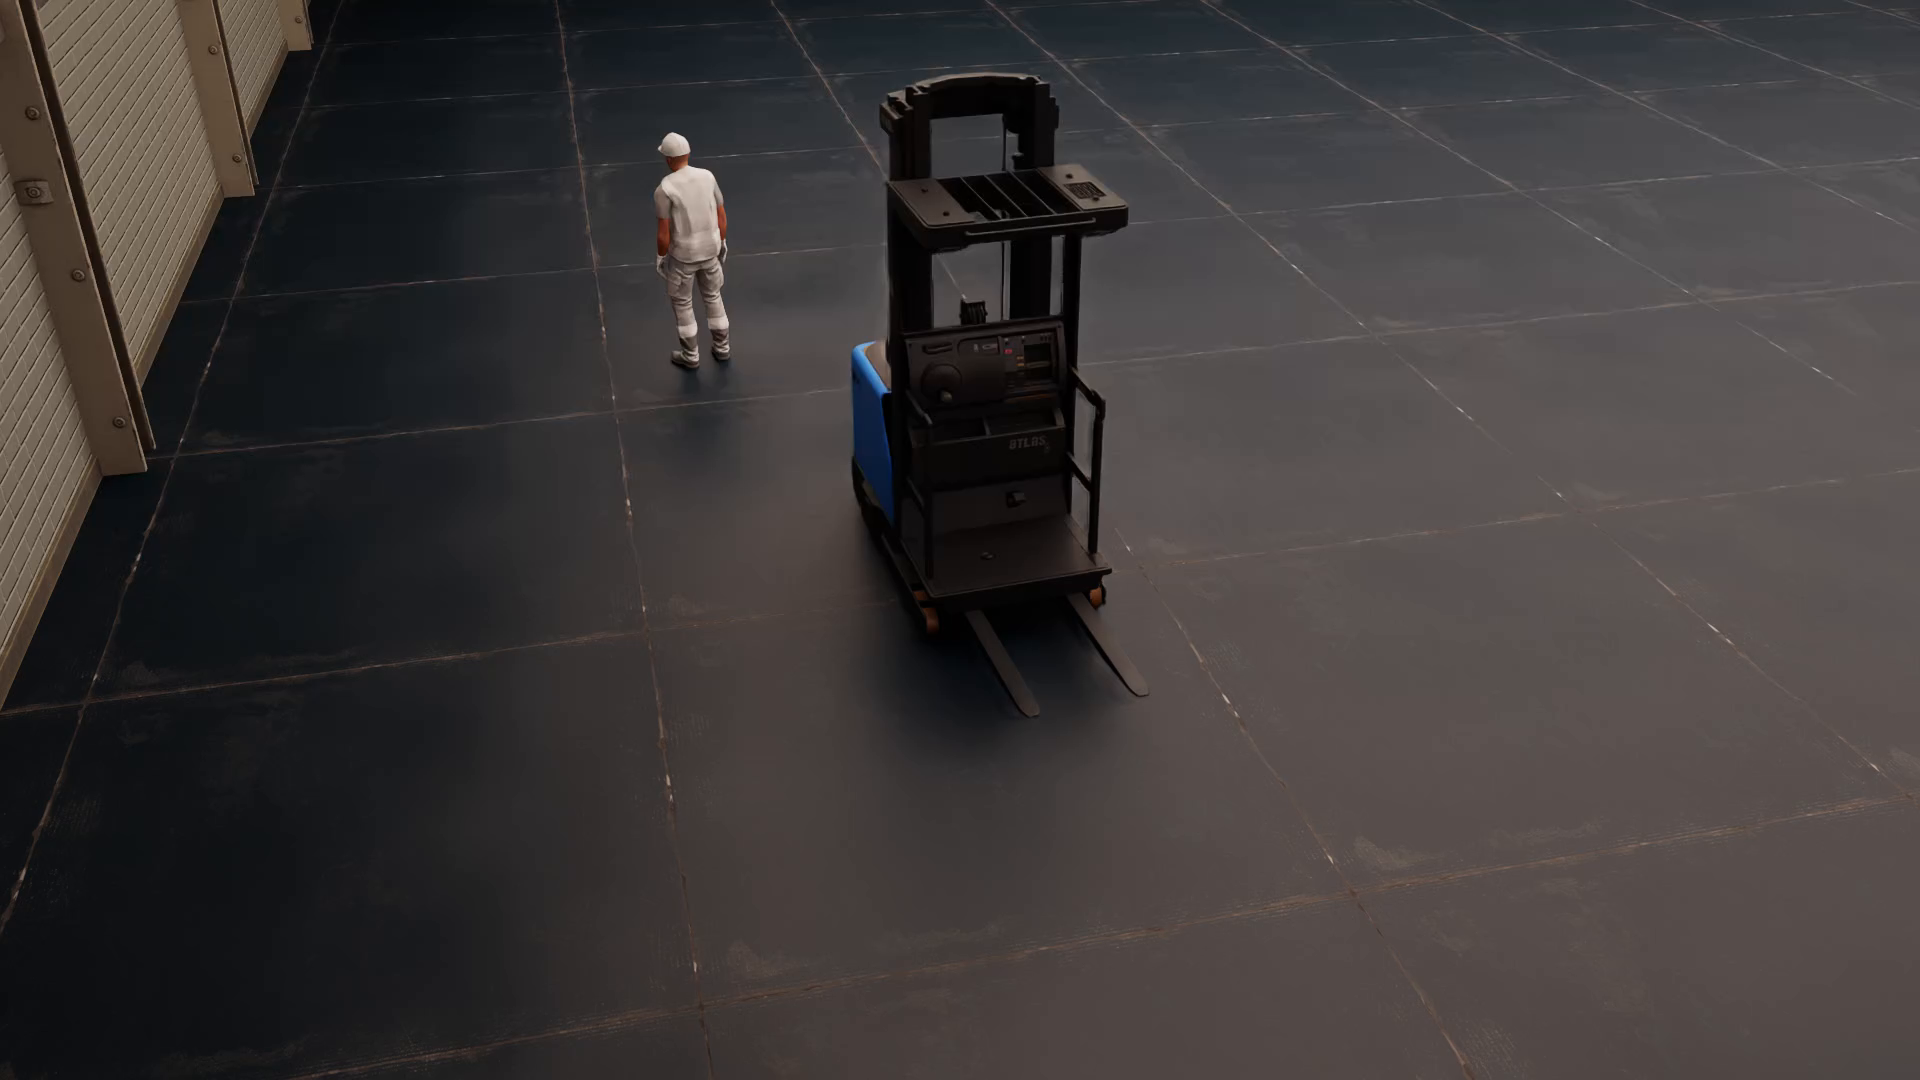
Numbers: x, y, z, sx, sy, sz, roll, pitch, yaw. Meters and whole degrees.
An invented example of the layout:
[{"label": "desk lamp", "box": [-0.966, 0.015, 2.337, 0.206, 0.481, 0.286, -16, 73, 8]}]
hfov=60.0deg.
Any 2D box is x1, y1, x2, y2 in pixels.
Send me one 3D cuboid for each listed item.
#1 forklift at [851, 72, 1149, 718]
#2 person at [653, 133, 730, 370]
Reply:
[{"label": "forklift", "box": [0.218, -0.945, 9.207, 1.130, 2.935, 3.031, -9, 31, -15]}, {"label": "person", "box": [-2.015, -2.158, 12.458, 0.607, 1.777, 0.455, -20, 36, -31]}]
